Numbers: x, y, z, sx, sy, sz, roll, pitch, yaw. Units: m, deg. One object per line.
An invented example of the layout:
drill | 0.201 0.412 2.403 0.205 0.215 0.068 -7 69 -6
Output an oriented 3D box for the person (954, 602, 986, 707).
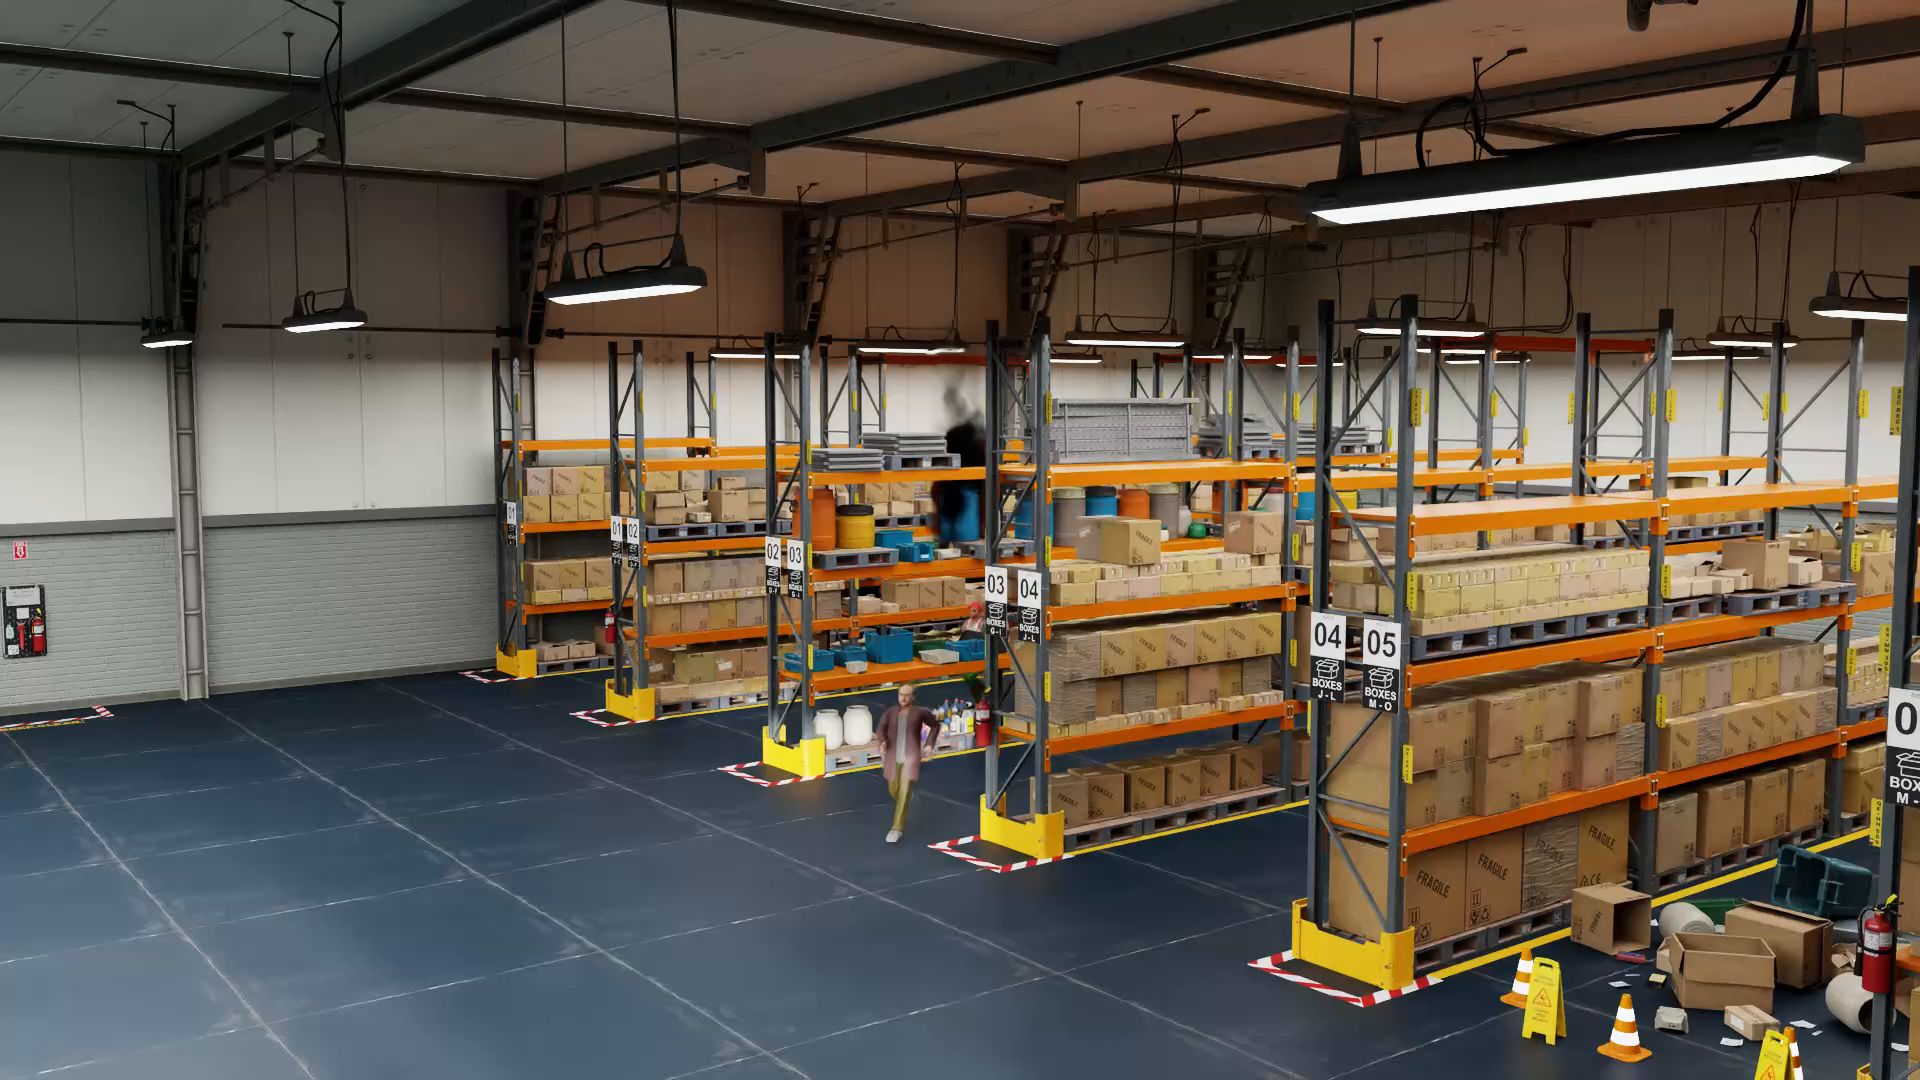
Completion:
person | 0.203 1.894 27.229 0.643 1.740 0.582 5 7 43

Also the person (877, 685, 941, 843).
person | -0.638 2.614 19.465 0.741 1.695 0.959 1 5 16
